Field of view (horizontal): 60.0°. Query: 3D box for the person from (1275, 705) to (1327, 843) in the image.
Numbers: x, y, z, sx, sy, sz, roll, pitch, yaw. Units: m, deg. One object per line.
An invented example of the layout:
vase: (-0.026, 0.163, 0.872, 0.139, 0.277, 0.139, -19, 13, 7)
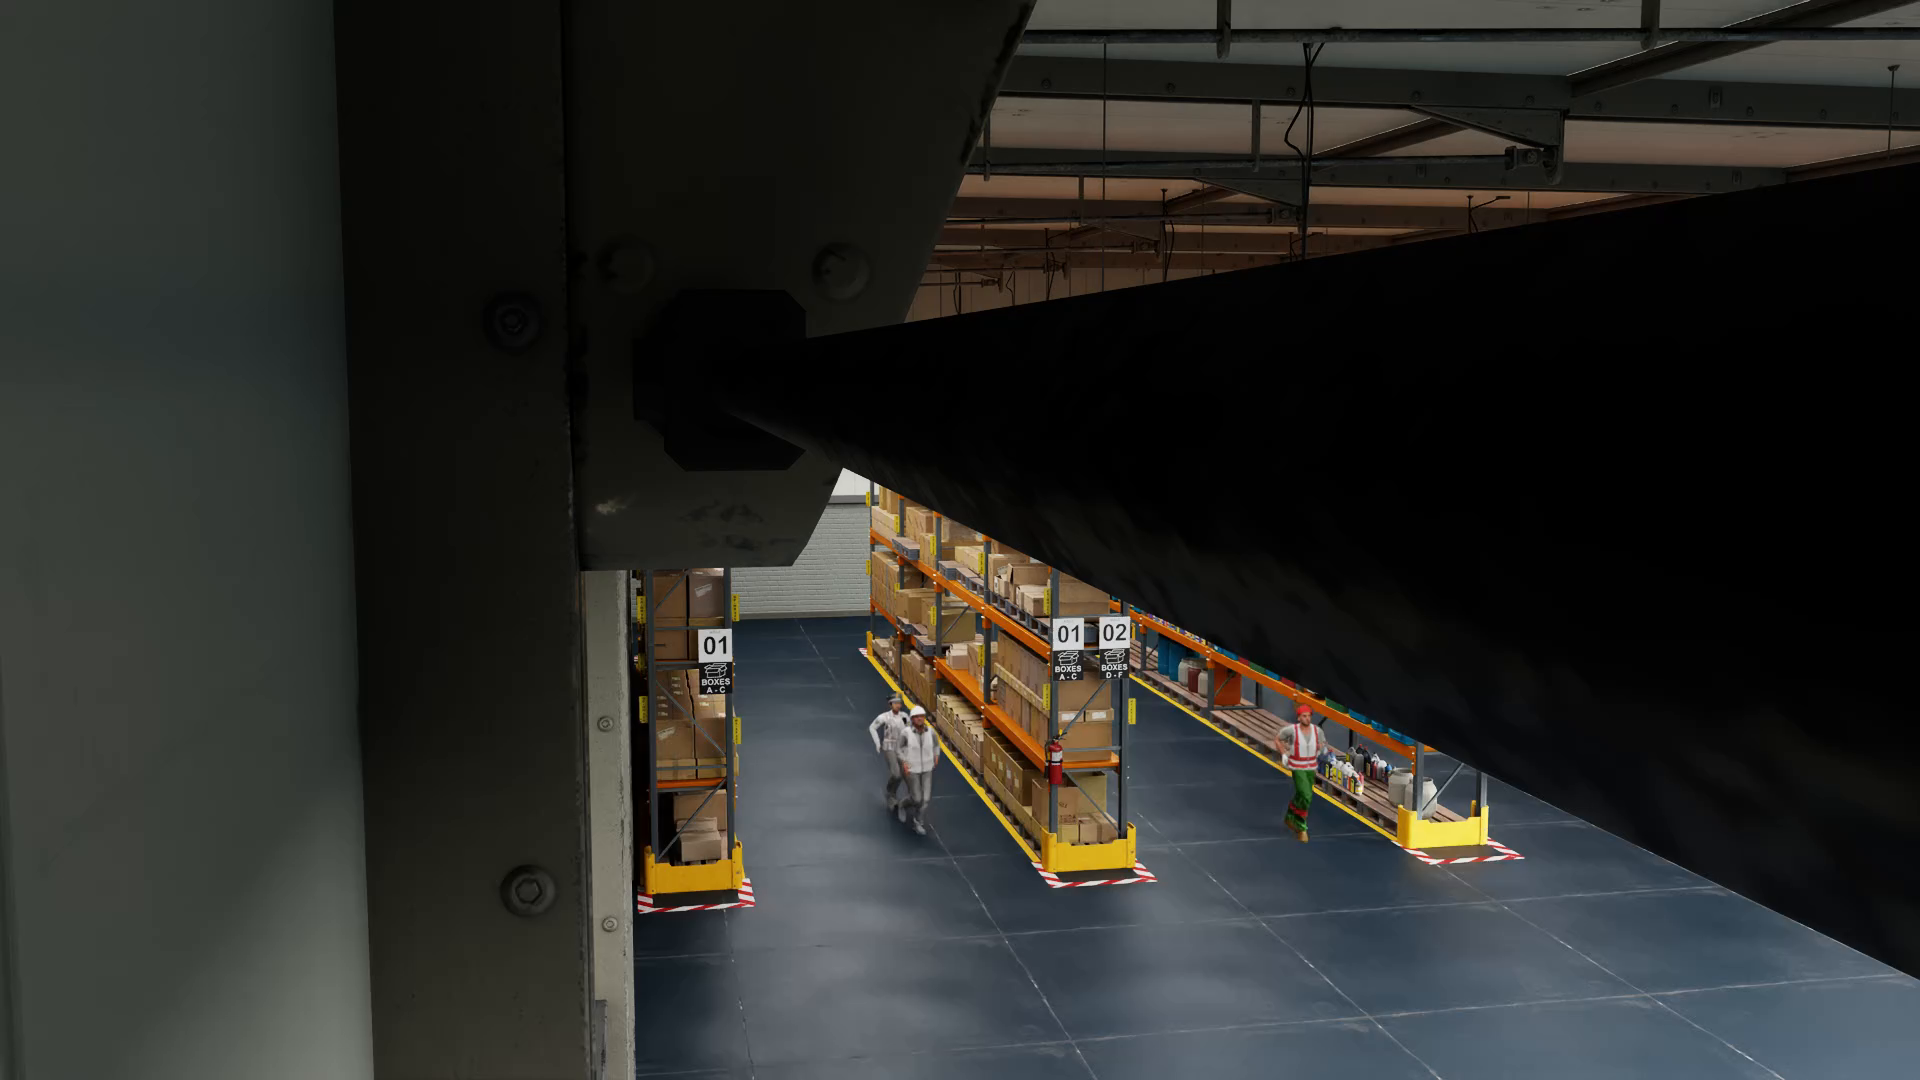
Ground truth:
person: (4.628, 3.123, 22.378, 0.616, 1.851, 0.779, -2, 6, -21)

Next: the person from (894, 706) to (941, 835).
person: (-0.555, 3.115, 22.630, 0.656, 1.746, 0.627, -2, 6, -19)

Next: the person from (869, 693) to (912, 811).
person: (-0.921, 3.016, 23.715, 0.582, 1.690, 0.666, -3, 7, -28)
